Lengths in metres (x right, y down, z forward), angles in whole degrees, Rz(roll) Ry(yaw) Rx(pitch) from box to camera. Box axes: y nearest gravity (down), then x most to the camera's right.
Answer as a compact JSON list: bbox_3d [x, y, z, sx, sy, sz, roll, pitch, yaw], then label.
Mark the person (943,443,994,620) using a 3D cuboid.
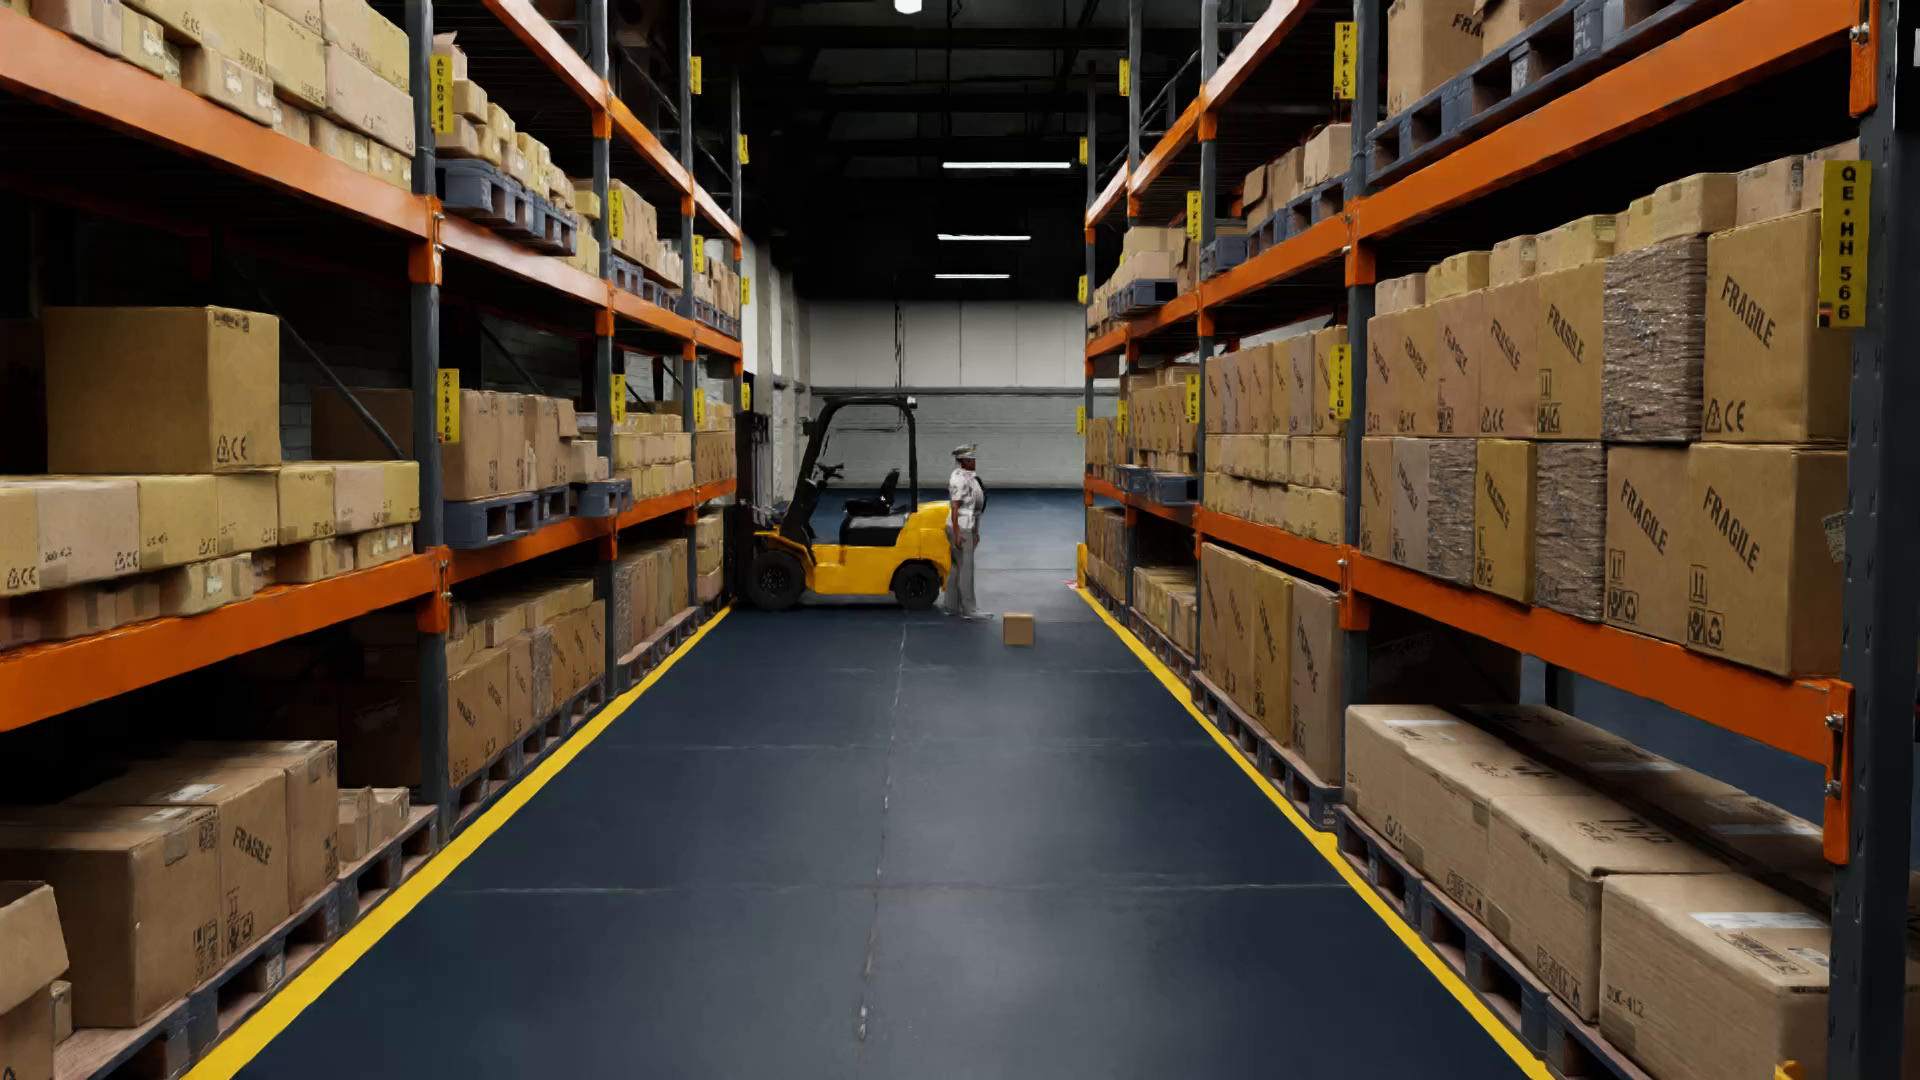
[{"bbox_3d":[0.079,-0.081,15.777,0.557,1.668,0.580,1,4,14],"label":"person"}]
